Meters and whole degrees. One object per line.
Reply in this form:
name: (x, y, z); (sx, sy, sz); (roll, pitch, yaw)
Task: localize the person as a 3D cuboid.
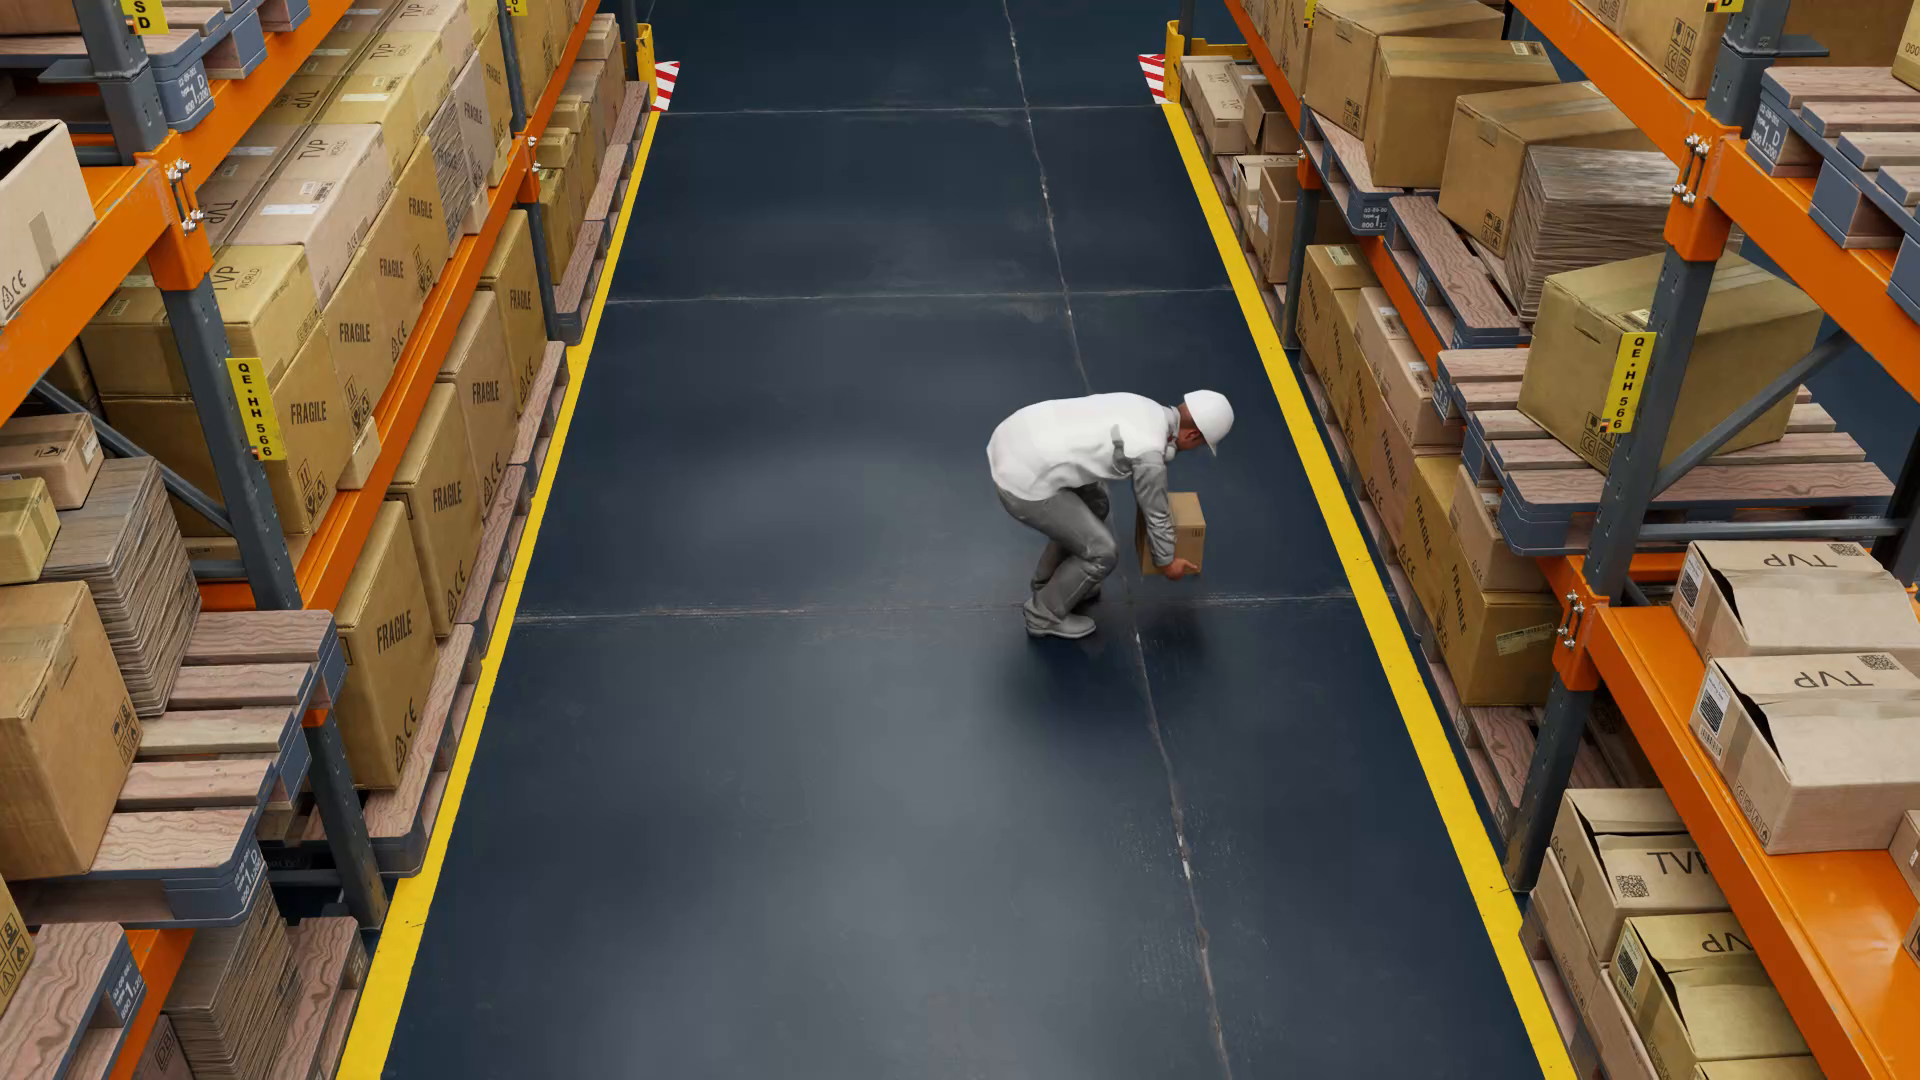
person: (0.614, -0.126, 6.930); (0.997, 1.053, 0.495); (-3, 35, -4)
